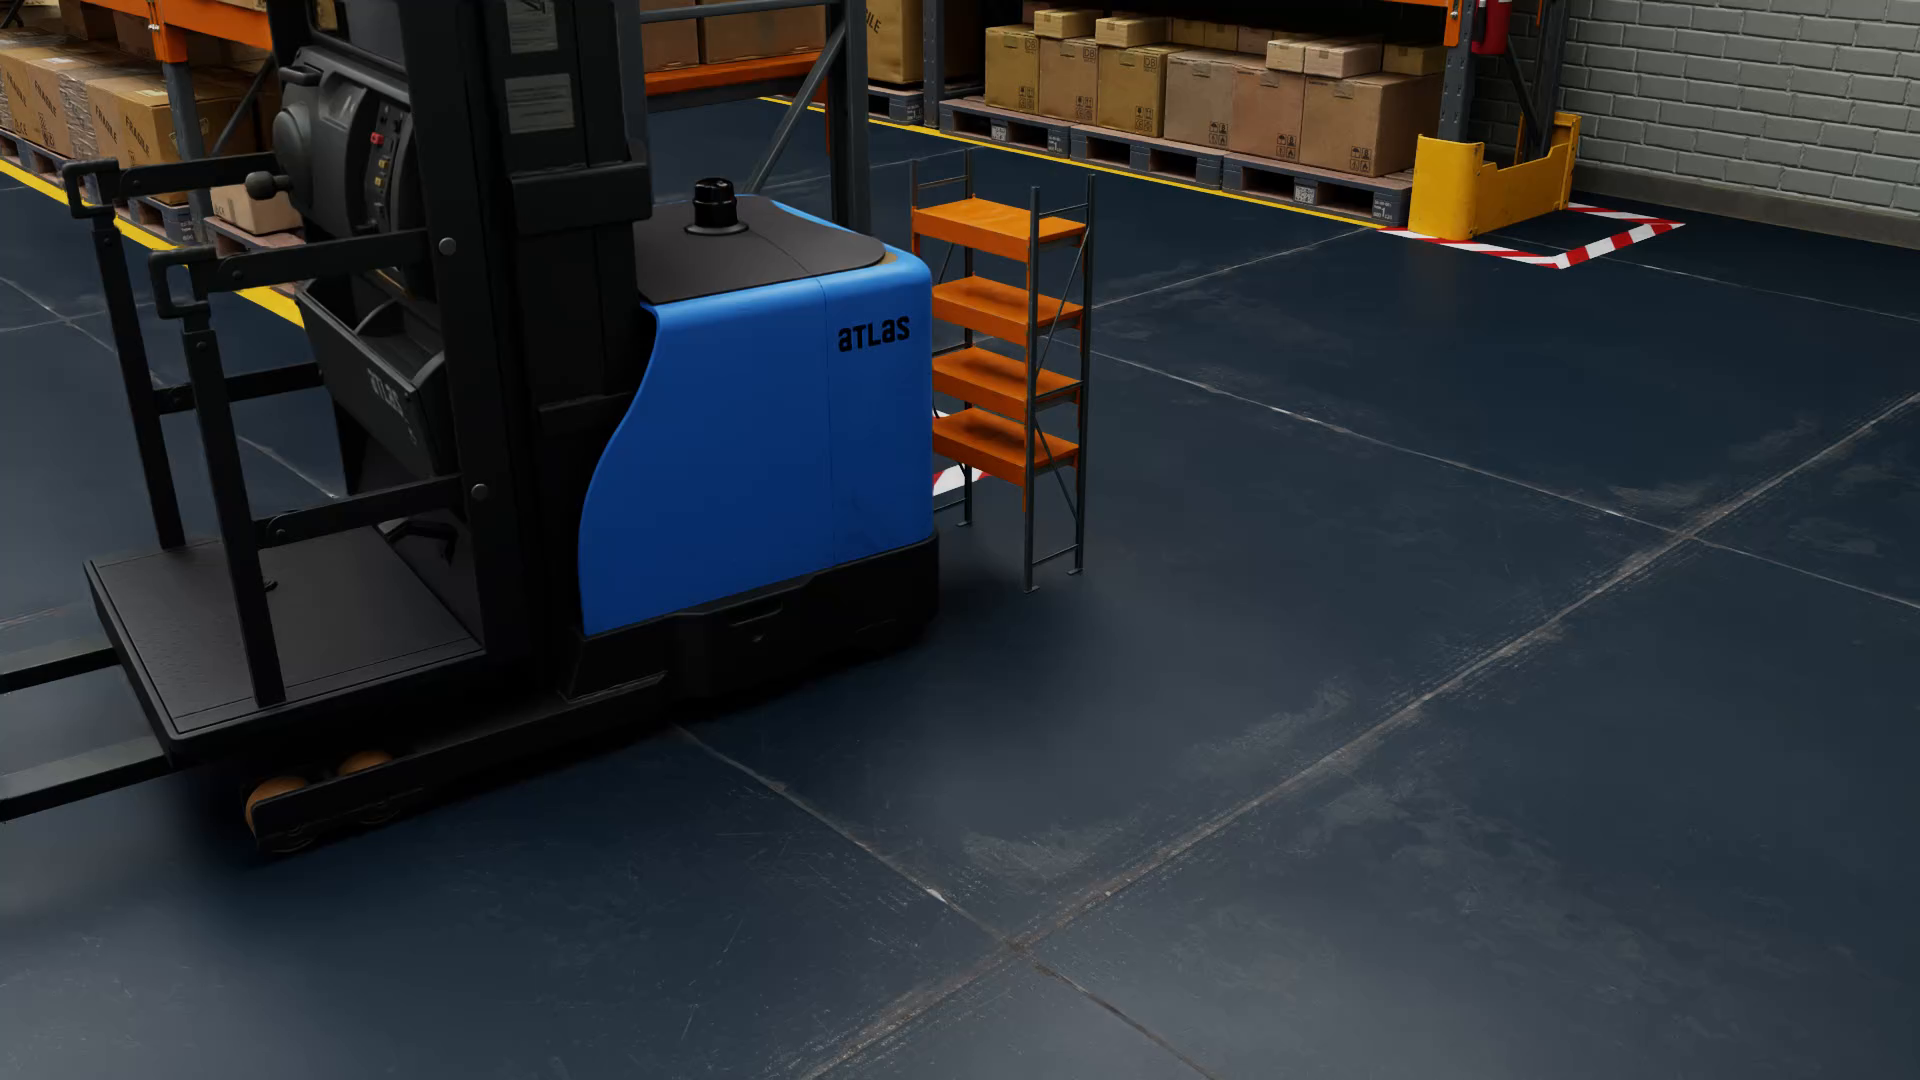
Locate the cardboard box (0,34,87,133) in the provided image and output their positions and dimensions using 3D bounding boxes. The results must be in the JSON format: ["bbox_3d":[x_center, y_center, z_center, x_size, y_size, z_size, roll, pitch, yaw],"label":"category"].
[{"bbox_3d":[-5.729,-2.841,10.345,0.500,0.500,0.500,22,33,40],"label":"cardboard box"}]

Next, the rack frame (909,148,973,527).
[{"bbox_3d":[-0.054,-0.570,5.053,0.240,1.200,0.015,-21,32,-38],"label":"rack frame"}]

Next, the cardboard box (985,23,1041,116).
[{"bbox_3d":[0.591,-3.147,11.039,0.700,0.500,0.500,-21,32,-38],"label":"cardboard box"}]

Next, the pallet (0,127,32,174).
[{"bbox_3d":[-5.710,-2.648,10.801,1.003,0.211,1.213,-21,32,-38],"label":"pallet"}]

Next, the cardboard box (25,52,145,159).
[{"bbox_3d":[-5.029,-2.531,9.665,0.500,0.500,0.500,22,33,40],"label":"cardboard box"}]

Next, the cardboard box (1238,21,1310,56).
[{"bbox_3d":[1.876,-2.994,9.924,0.380,0.149,0.250,-21,32,-38],"label":"cardboard box"}]

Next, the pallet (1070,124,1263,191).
[{"bbox_3d":[1.455,-2.458,10.383,1.003,0.211,1.213,-21,32,-38],"label":"pallet"}]

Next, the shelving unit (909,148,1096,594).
[{"bbox_3d":[0.113,-0.496,4.891,0.258,1.200,0.503,-21,32,-38],"label":"shelving unit"}]

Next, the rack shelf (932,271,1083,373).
[{"bbox_3d":[0.113,-0.638,4.826,0.258,0.148,0.480,-21,32,-38],"label":"rack shelf"}]

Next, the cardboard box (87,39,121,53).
[{"bbox_3d":[-5.029,-2.843,10.350,0.500,0.500,0.500,22,33,40],"label":"cardboard box"}]

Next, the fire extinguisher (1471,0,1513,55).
[{"bbox_3d":[2.654,-2.755,8.218,0.296,0.674,0.183,-21,32,-38],"label":"fire extinguisher"}]

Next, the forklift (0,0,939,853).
[{"bbox_3d":[-1.560,-0.885,3.659,3.031,2.935,1.130,-16,29,-31],"label":"forklift"}]

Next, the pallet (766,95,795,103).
[{"bbox_3d":[-1.266,-3.662,13.023,1.003,0.211,1.213,-21,32,-38],"label":"pallet"}]

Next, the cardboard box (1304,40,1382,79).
[{"bbox_3d":[2.116,-2.657,9.183,0.380,0.149,0.250,-22,32,-39],"label":"cardboard box"}]

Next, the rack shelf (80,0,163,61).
[{"bbox_3d":[-4.826,-3.221,9.563,1.077,0.370,4.000,-21,32,-38],"label":"rack shelf"}]

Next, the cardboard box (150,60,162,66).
[{"bbox_3d":[-4.321,-2.533,9.669,0.500,0.500,0.500,-21,32,-38],"label":"cardboard box"}]

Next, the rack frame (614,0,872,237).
[{"bbox_3d":[-0.725,-1.730,5.429,1.000,3.000,0.127,-21,32,-38],"label":"rack frame"}]

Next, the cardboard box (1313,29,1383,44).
[{"bbox_3d":[2.221,-2.841,9.589,0.380,0.149,0.250,-21,32,-38],"label":"cardboard box"}]

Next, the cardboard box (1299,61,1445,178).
[{"bbox_3d":[2.337,-2.374,9.346,0.700,0.500,0.500,-21,32,-38],"label":"cardboard box"}]

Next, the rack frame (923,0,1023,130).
[{"bbox_3d":[0.154,-4.349,11.168,1.000,3.000,0.127,-21,32,-38],"label":"rack frame"}]

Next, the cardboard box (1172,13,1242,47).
[{"bbox_3d":[1.528,-3.149,10.262,0.380,0.149,0.250,-22,32,-39],"label":"cardboard box"}]

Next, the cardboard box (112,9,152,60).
[{"bbox_3d":[-4.639,-3.017,9.827,0.500,0.250,0.500,-22,32,-39],"label":"cardboard box"}]

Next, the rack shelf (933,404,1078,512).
[{"bbox_3d":[0.113,-0.254,5.001,0.258,0.148,0.480,-21,32,-38],"label":"rack shelf"}]

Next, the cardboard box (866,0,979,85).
[{"bbox_3d":[-0.385,-3.722,11.878,0.750,0.750,0.750,-21,32,-38],"label":"cardboard box"}]

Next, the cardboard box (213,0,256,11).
[{"bbox_3d":[-2.957,-2.602,7.219,0.500,0.500,0.500,-21,32,-38],"label":"cardboard box"}]

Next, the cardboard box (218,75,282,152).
[{"bbox_3d":[-3.612,-2.221,8.986,0.500,0.500,0.500,22,33,39],"label":"cardboard box"}]

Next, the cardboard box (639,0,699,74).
[{"bbox_3d":[-1.230,-1.834,5.536,0.500,0.500,0.500,-20,31,-37],"label":"cardboard box"}]

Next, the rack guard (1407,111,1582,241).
[{"bbox_3d":[2.905,-1.992,9.015,1.175,0.500,0.348,-21,32,-38],"label":"rack guard"}]

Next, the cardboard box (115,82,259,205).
[{"bbox_3d":[-4.006,-2.073,8.662,0.500,0.500,0.500,-21,32,-39],"label":"cardboard box"}]

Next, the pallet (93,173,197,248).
[{"bbox_3d":[-4.043,-1.909,9.181,1.003,0.211,1.213,-21,32,-38],"label":"pallet"}]

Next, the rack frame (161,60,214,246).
[{"bbox_3d":[-3.459,-2.942,8.085,1.000,3.000,0.127,-21,32,-38],"label":"rack frame"}]

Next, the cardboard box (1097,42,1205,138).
[{"bbox_3d":[1.281,-2.837,10.361,0.700,0.500,0.500,-20,31,-37],"label":"cardboard box"}]

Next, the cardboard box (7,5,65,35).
[{"bbox_3d":[-6.337,-3.591,11.639,0.500,0.311,0.500,-20,31,-37],"label":"cardboard box"}]

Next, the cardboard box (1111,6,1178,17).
[{"bbox_3d":[1.179,-3.303,10.601,0.380,0.149,0.250,-23,33,-40],"label":"cardboard box"}]

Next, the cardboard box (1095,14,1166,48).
[{"bbox_3d":[1.048,-3.128,10.217,0.380,0.149,0.250,-22,33,-40],"label":"cardboard box"}]
